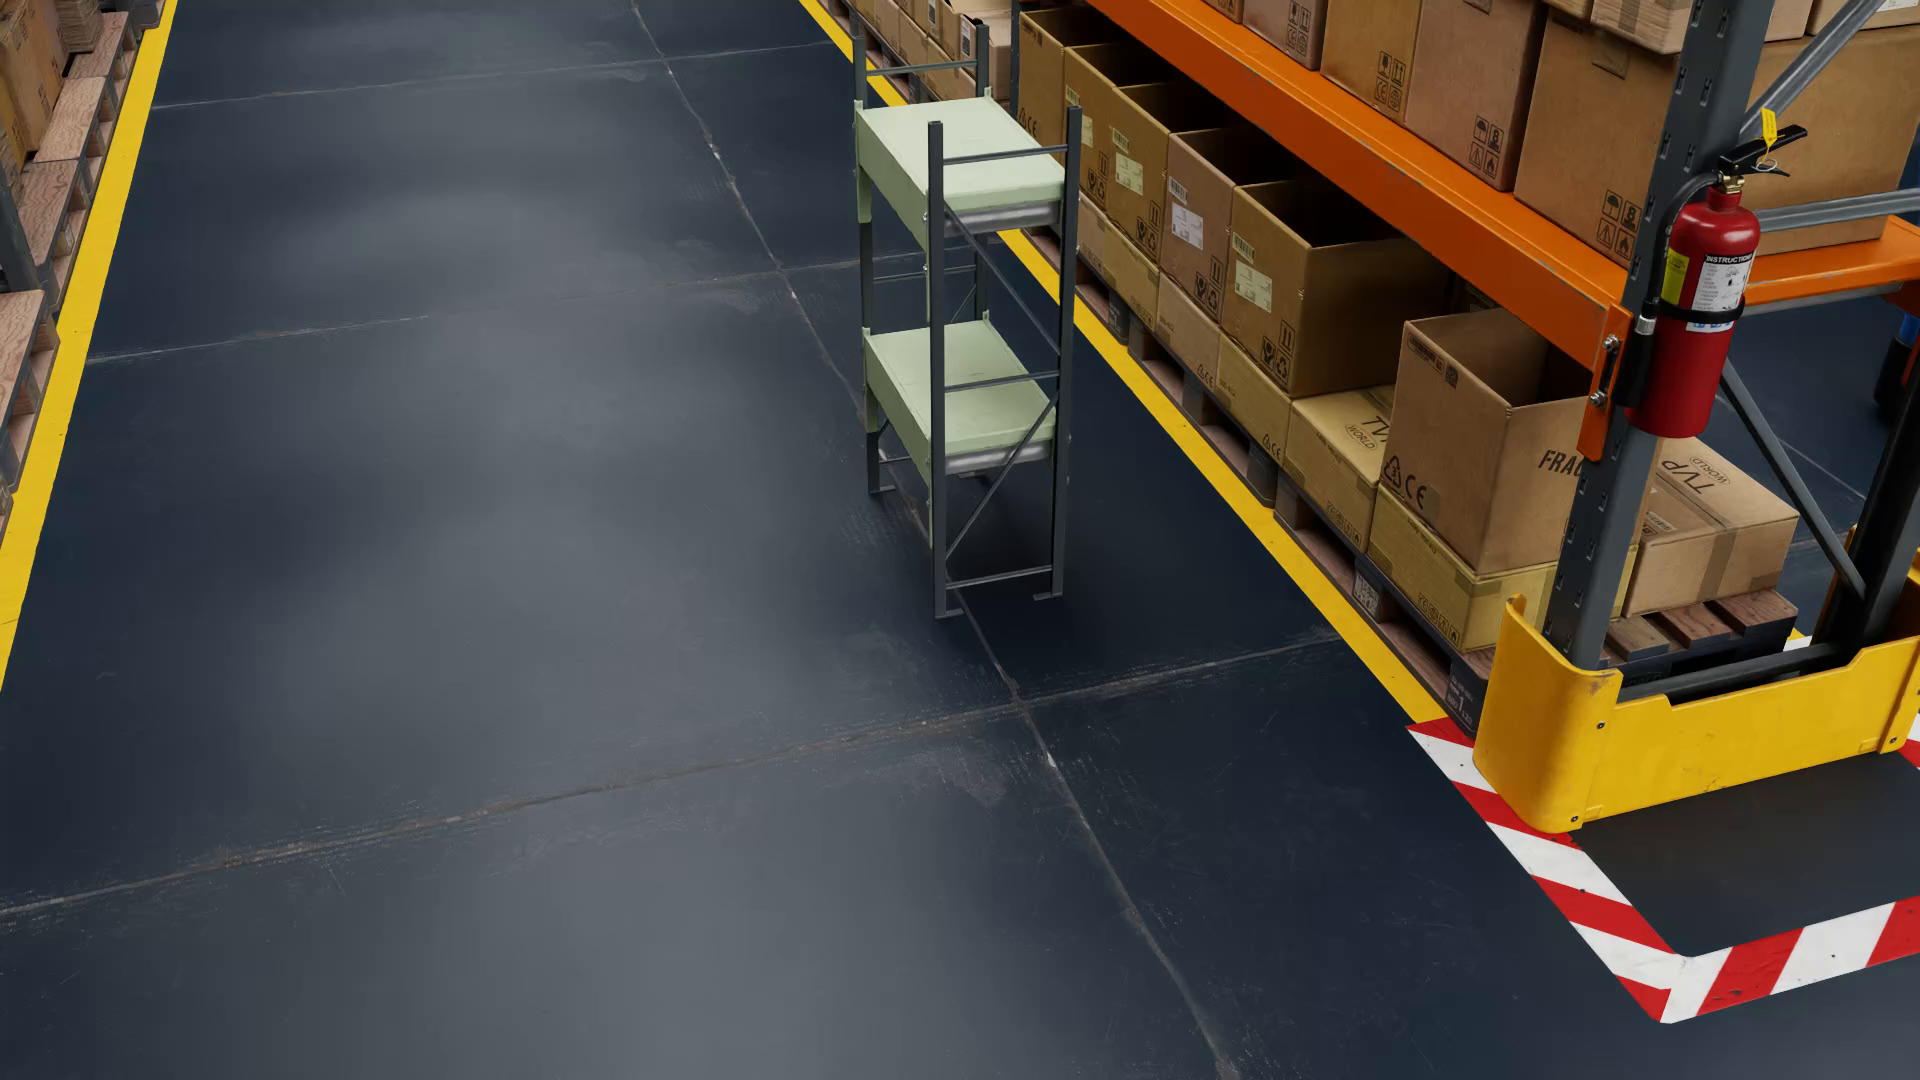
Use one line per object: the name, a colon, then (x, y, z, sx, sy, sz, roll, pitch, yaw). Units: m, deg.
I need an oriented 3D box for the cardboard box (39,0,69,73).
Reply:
cardboard box: (-4.910, -2.558, 8.269, 0.700, 0.500, 0.500, -10, 35, -15)

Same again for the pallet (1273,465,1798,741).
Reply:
pallet: (1.658, 0.057, 4.972, 1.003, 0.211, 1.213, -10, 35, -15)

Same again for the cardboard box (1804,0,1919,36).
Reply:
cardboard box: (2.016, -1.266, 3.767, 0.380, 0.149, 0.250, -10, 35, -15)

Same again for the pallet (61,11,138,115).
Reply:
pallet: (-4.989, -2.503, 8.847, 1.003, 0.211, 1.213, -10, 35, -15)

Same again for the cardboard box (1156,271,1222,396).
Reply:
cardboard box: (1.017, -0.757, 5.788, 0.500, 0.250, 0.500, -10, 35, -15)

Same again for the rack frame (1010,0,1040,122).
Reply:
rack frame: (0.711, -2.812, 6.785, 1.000, 3.000, 0.127, -10, 35, -15)

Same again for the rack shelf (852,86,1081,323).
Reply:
rack shelf: (0.002, -0.948, 4.616, 0.431, 0.370, 0.720, -10, 35, -15)

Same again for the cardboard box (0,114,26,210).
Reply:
cardboard box: (-4.246, -1.501, 6.669, 0.700, 0.500, 0.500, -9, 34, -13)

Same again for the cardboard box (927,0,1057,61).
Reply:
cardboard box: (0.150, -2.510, 7.933, 0.500, 0.311, 0.500, -9, 35, -13)

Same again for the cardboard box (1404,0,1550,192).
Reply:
cardboard box: (1.636, -1.276, 4.369, 0.700, 0.500, 0.500, -9, 35, -13)

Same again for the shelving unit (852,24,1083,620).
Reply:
shelving unit: (0.002, -0.622, 4.831, 0.431, 1.500, 0.755, -10, 35, -15)

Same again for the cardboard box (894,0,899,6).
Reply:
cardboard box: (-0.150, -3.037, 8.730, 0.500, 0.311, 0.500, -10, 35, -15)

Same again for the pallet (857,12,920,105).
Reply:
pallet: (0.073, -2.670, 9.100, 1.003, 0.211, 1.213, -10, 35, -15)

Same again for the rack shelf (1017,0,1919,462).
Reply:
rack shelf: (1.321, -1.462, 5.394, 1.077, 0.370, 4.000, -10, 35, -15)

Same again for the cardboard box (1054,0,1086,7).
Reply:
cardboard box: (0.674, -2.596, 8.063, 0.500, 0.311, 0.500, -10, 35, -15)

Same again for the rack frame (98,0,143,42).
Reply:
rack frame: (-5.226, -4.077, 8.699, 1.000, 3.000, 0.127, -10, 35, -15)

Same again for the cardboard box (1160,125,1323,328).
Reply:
cardboard box: (1.014, -1.069, 5.581, 0.500, 0.500, 0.500, -10, 35, -15)

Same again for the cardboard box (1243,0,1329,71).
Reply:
cardboard box: (1.326, -1.813, 5.182, 0.700, 0.500, 0.500, -9, 35, -13)

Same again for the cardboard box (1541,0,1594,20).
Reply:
cardboard box: (1.552, -1.330, 3.863, 0.380, 0.149, 0.250, -9, 35, -14)

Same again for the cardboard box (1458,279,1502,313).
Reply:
cardboard box: (1.825, -0.634, 4.921, 0.500, 0.500, 0.500, -10, 35, -15)

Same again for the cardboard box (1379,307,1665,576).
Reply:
cardboard box: (1.484, -0.284, 4.392, 0.500, 0.500, 0.500, -10, 35, -15)

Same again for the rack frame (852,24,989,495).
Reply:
rack frame: (-0.110, -0.814, 5.122, 0.400, 1.500, 0.023, -10, 35, -15)

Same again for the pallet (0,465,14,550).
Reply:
pallet: (-3.391, 0.175, 4.794, 1.003, 0.211, 1.213, -10, 35, -15)

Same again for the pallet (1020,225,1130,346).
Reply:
pallet: (0.914, -1.224, 6.911, 1.003, 0.211, 1.213, -10, 35, -15)

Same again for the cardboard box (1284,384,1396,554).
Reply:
cardboard box: (1.322, -0.232, 4.994, 0.500, 0.250, 0.500, -10, 35, -15)

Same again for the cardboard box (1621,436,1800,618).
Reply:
cardboard box: (1.979, -0.059, 4.731, 0.500, 0.250, 0.500, -10, 35, -15)

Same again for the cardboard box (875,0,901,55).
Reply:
cardboard box: (-0.155, -2.811, 8.896, 0.500, 0.250, 0.500, -9, 35, -14)

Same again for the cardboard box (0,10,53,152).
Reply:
cardboard box: (-4.568, -2.039, 7.483, 0.700, 0.500, 0.500, -10, 35, -14)

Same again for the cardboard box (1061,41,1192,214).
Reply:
cardboard box: (0.714, -1.595, 6.377, 0.500, 0.500, 0.500, -10, 35, -15)

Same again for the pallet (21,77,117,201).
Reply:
pallet: (-4.620, -1.864, 7.879, 1.003, 0.211, 1.213, -10, 35, -15)

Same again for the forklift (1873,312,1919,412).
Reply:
forklift: (4.649, -2.011, 5.635, 3.031, 2.935, 1.130, -27, 42, -35)

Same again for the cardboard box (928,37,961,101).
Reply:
cardboard box: (0.156, -2.275, 8.085, 0.500, 0.250, 0.500, -11, 35, -15)

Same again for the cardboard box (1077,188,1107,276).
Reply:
cardboard box: (0.711, -1.282, 6.583, 0.500, 0.250, 0.500, -10, 35, -15)
